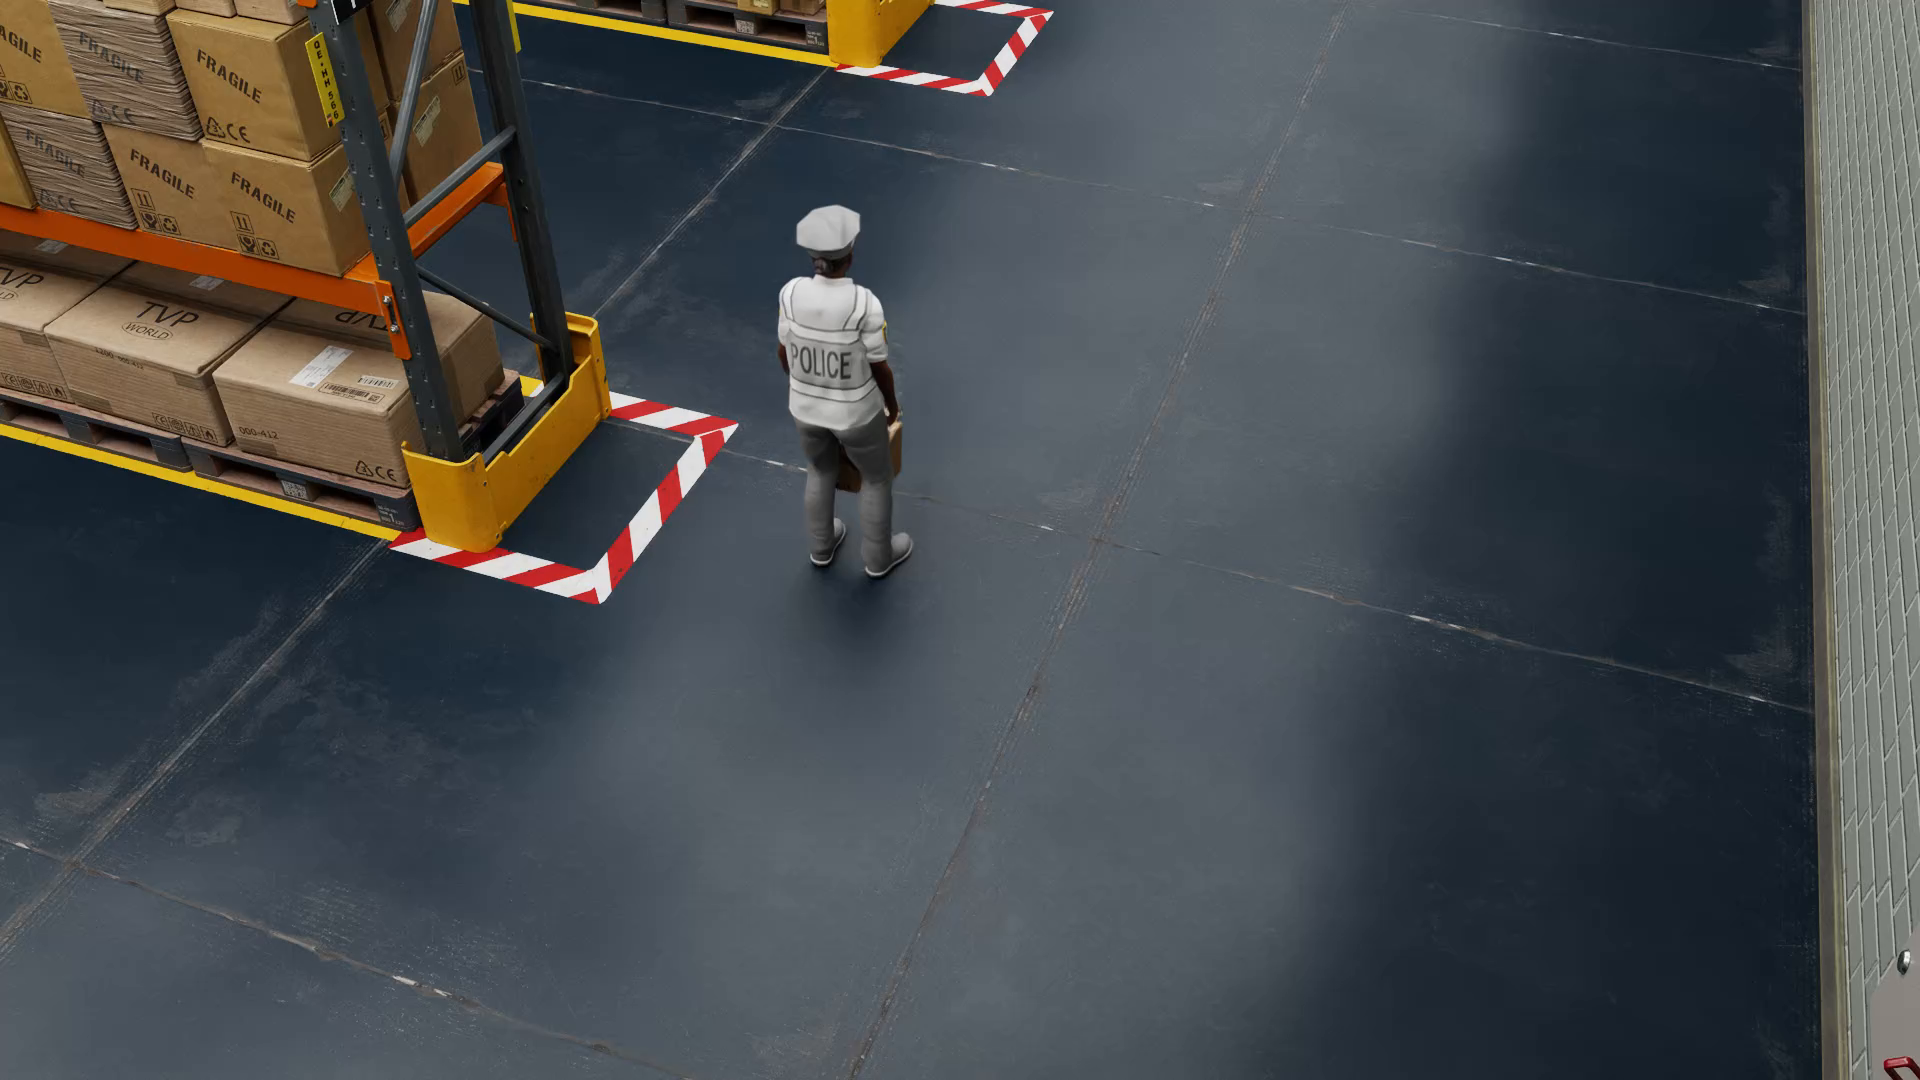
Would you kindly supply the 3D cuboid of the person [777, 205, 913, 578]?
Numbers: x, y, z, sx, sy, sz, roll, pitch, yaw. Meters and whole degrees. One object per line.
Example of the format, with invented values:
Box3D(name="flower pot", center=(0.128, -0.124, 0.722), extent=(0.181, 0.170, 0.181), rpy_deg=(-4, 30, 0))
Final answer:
Box3D(name="person", center=(-0.482, -0.548, 6.769), extent=(0.498, 1.665, 0.374), rpy_deg=(12, 43, 14))
